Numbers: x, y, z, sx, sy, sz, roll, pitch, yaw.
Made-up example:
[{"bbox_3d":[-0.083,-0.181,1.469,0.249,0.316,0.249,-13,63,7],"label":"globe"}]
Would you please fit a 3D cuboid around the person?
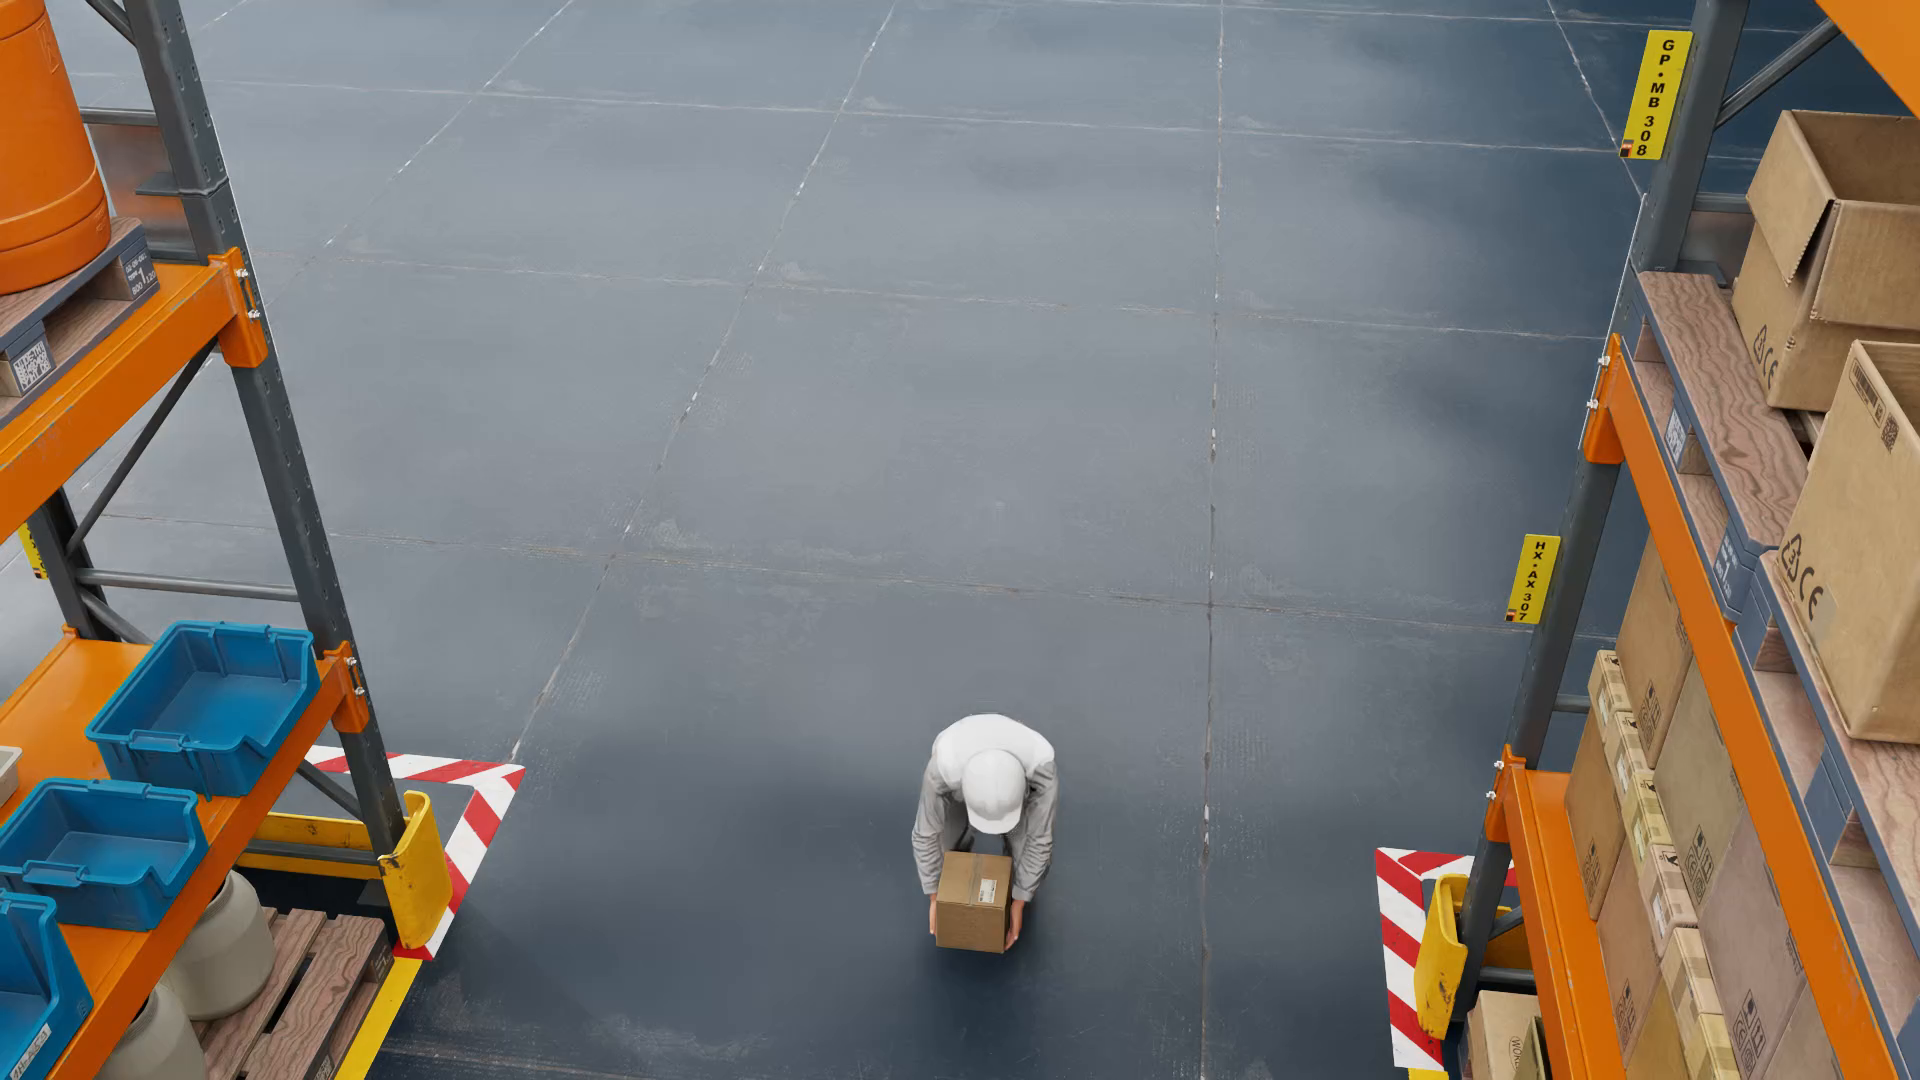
[{"bbox_3d":[0.103,1.003,6.293,0.538,1.008,0.842,4,36,6],"label":"person"}]
